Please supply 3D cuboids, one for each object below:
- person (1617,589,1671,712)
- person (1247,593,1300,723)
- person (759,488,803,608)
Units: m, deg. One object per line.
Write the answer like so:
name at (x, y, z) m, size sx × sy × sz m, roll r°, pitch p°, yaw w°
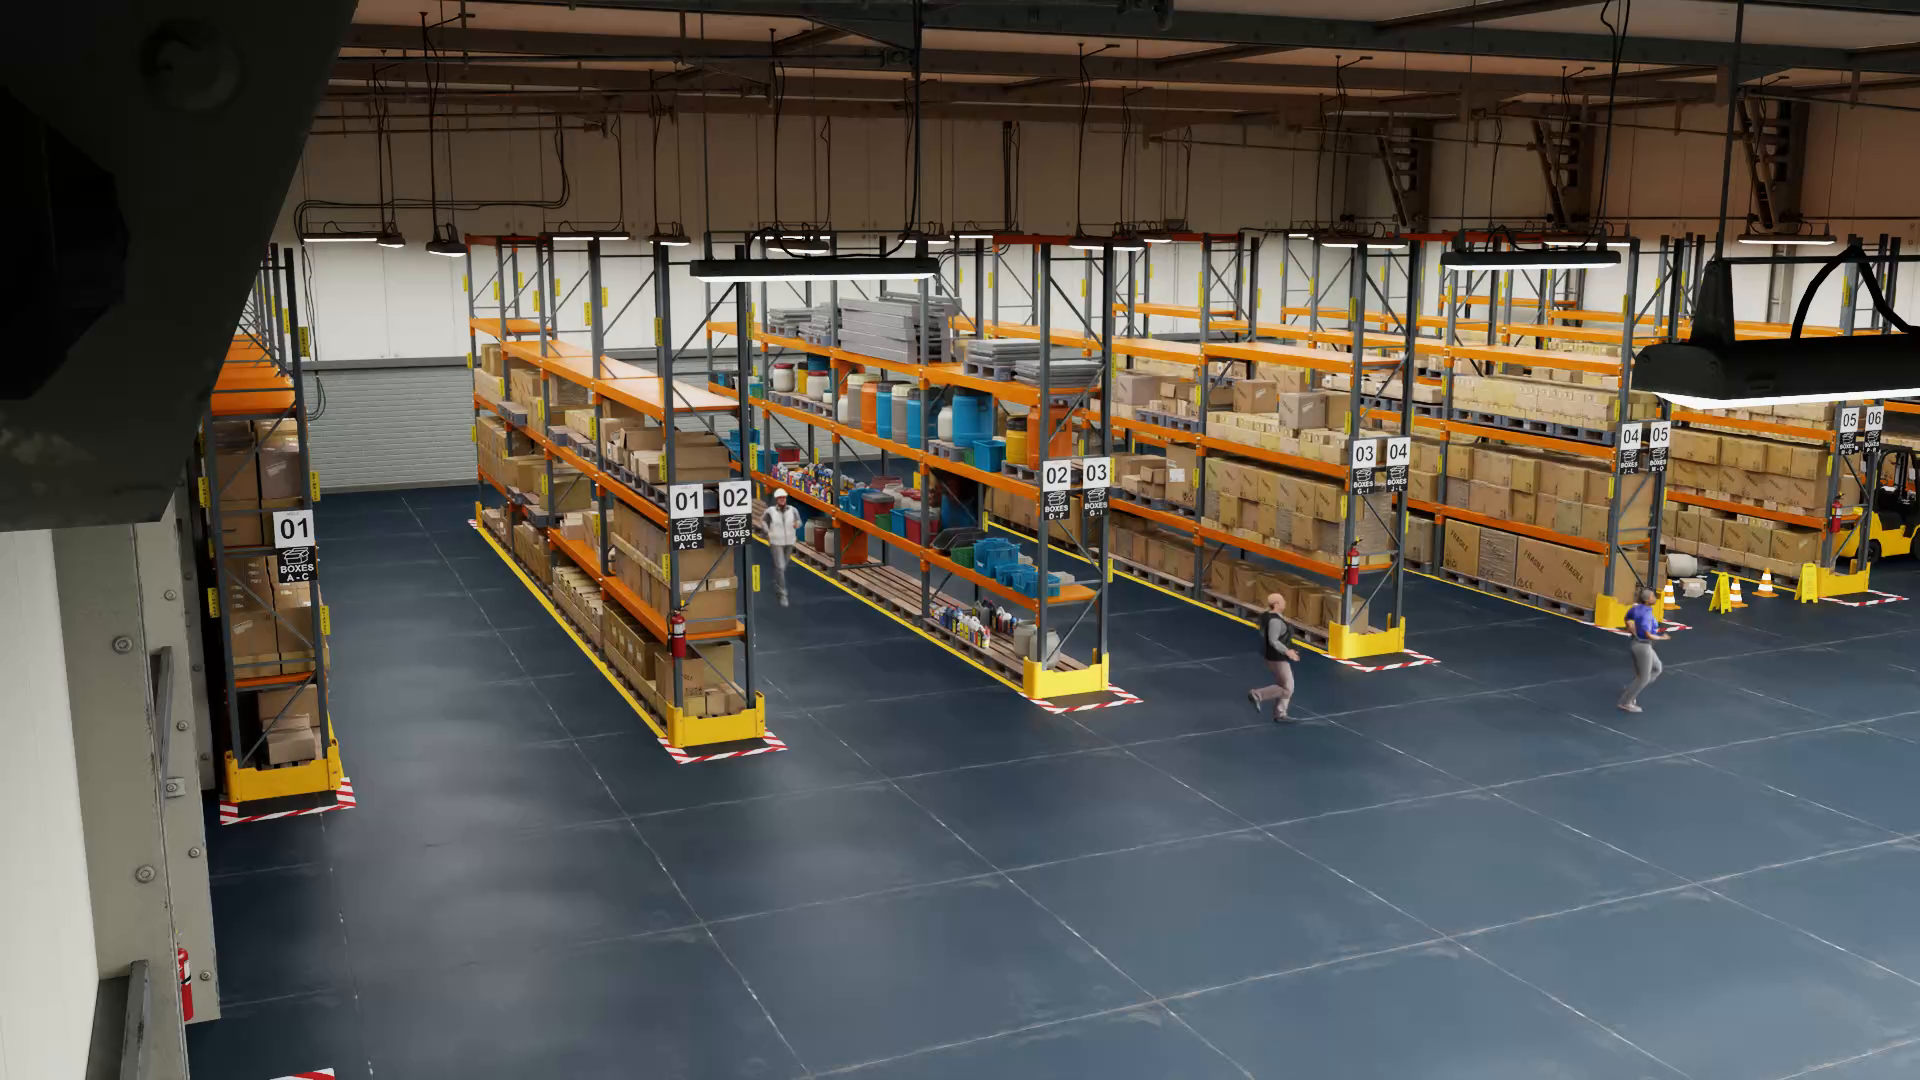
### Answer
person at (8.857, 1.420, 21.491) m, size 0.576 × 1.626 × 0.630 m, roll 2°, pitch 11°, yaw 11°
person at (3.958, 1.496, 21.021) m, size 0.678 × 1.681 × 0.659 m, roll 0°, pitch 11°, yaw -1°
person at (-2.822, 0.088, 26.563) m, size 0.630 × 1.861 × 0.752 m, roll -6°, pitch 12°, yaw -28°
